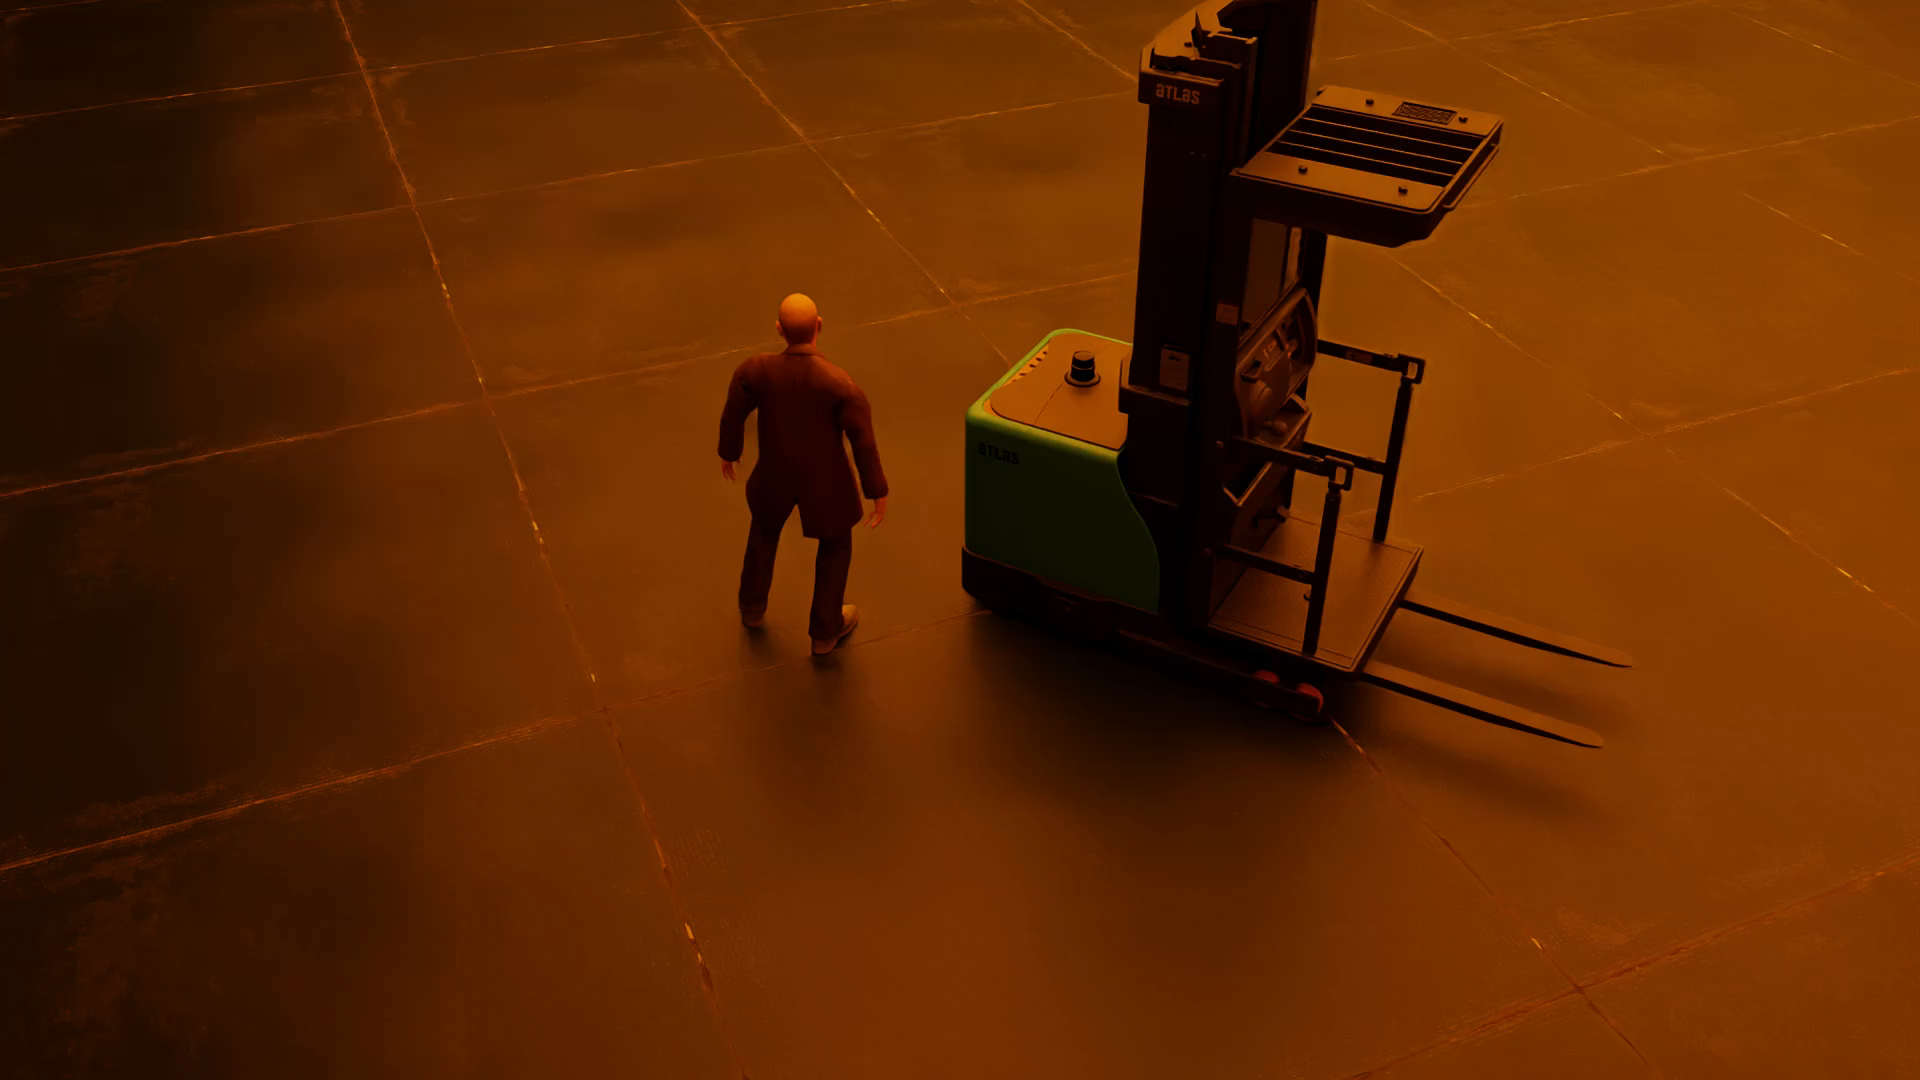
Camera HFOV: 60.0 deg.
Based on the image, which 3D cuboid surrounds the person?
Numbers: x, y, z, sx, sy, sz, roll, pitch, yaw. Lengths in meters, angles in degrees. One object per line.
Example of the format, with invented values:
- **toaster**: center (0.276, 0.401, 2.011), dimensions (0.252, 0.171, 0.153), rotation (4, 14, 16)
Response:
- **person**: center (-0.708, -0.296, 7.536), dimensions (0.832, 1.752, 0.440), rotation (7, 36, 10)

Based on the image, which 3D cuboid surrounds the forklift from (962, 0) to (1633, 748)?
- **forklift**: center (1.547, -0.735, 7.132), dimensions (3.031, 2.935, 1.130), rotation (18, 39, 23)
